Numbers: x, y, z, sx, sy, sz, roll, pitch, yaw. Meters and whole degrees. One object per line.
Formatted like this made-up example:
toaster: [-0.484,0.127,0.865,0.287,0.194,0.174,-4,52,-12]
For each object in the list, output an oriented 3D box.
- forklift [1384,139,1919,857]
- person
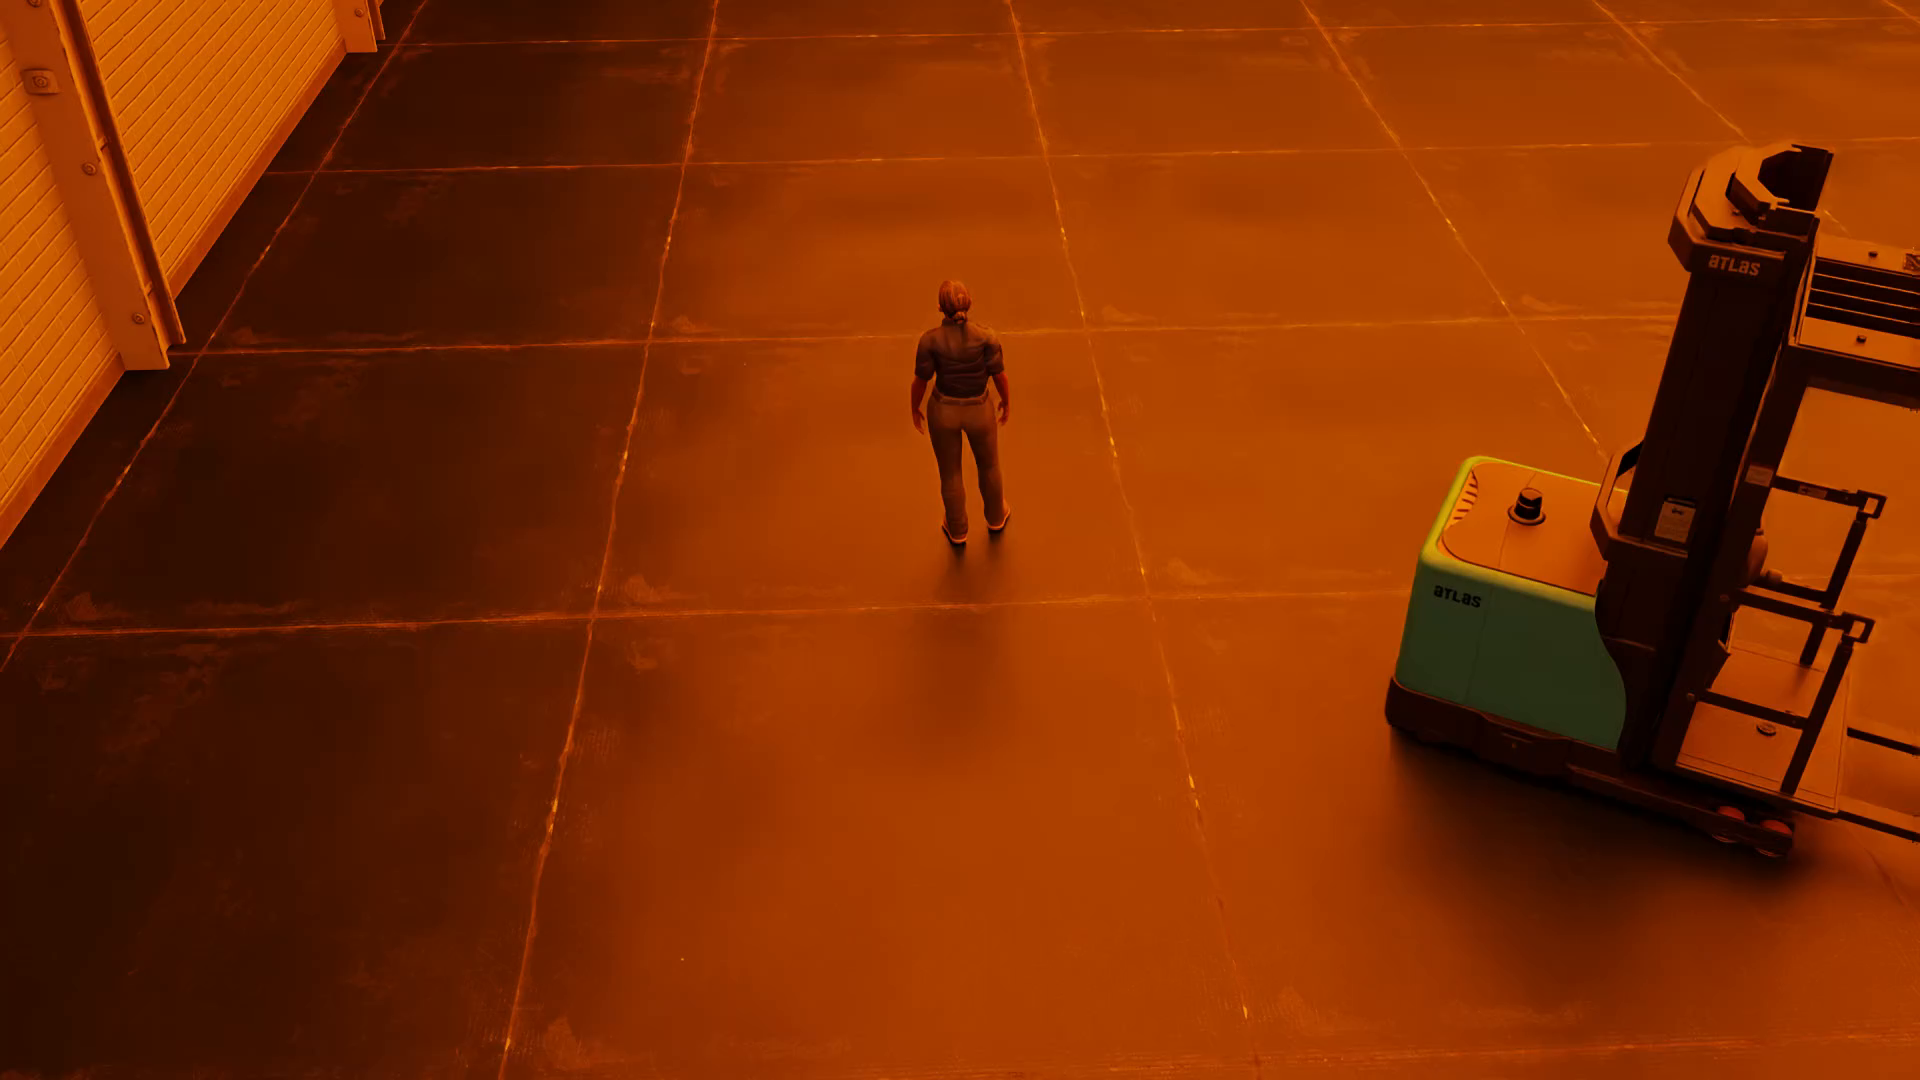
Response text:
forklift: [3.644,-0.112,7.156,3.031,2.935,1.130,17,39,21]
person: [0.015,-0.727,9.073,0.569,1.656,0.503,-2,36,-2]
